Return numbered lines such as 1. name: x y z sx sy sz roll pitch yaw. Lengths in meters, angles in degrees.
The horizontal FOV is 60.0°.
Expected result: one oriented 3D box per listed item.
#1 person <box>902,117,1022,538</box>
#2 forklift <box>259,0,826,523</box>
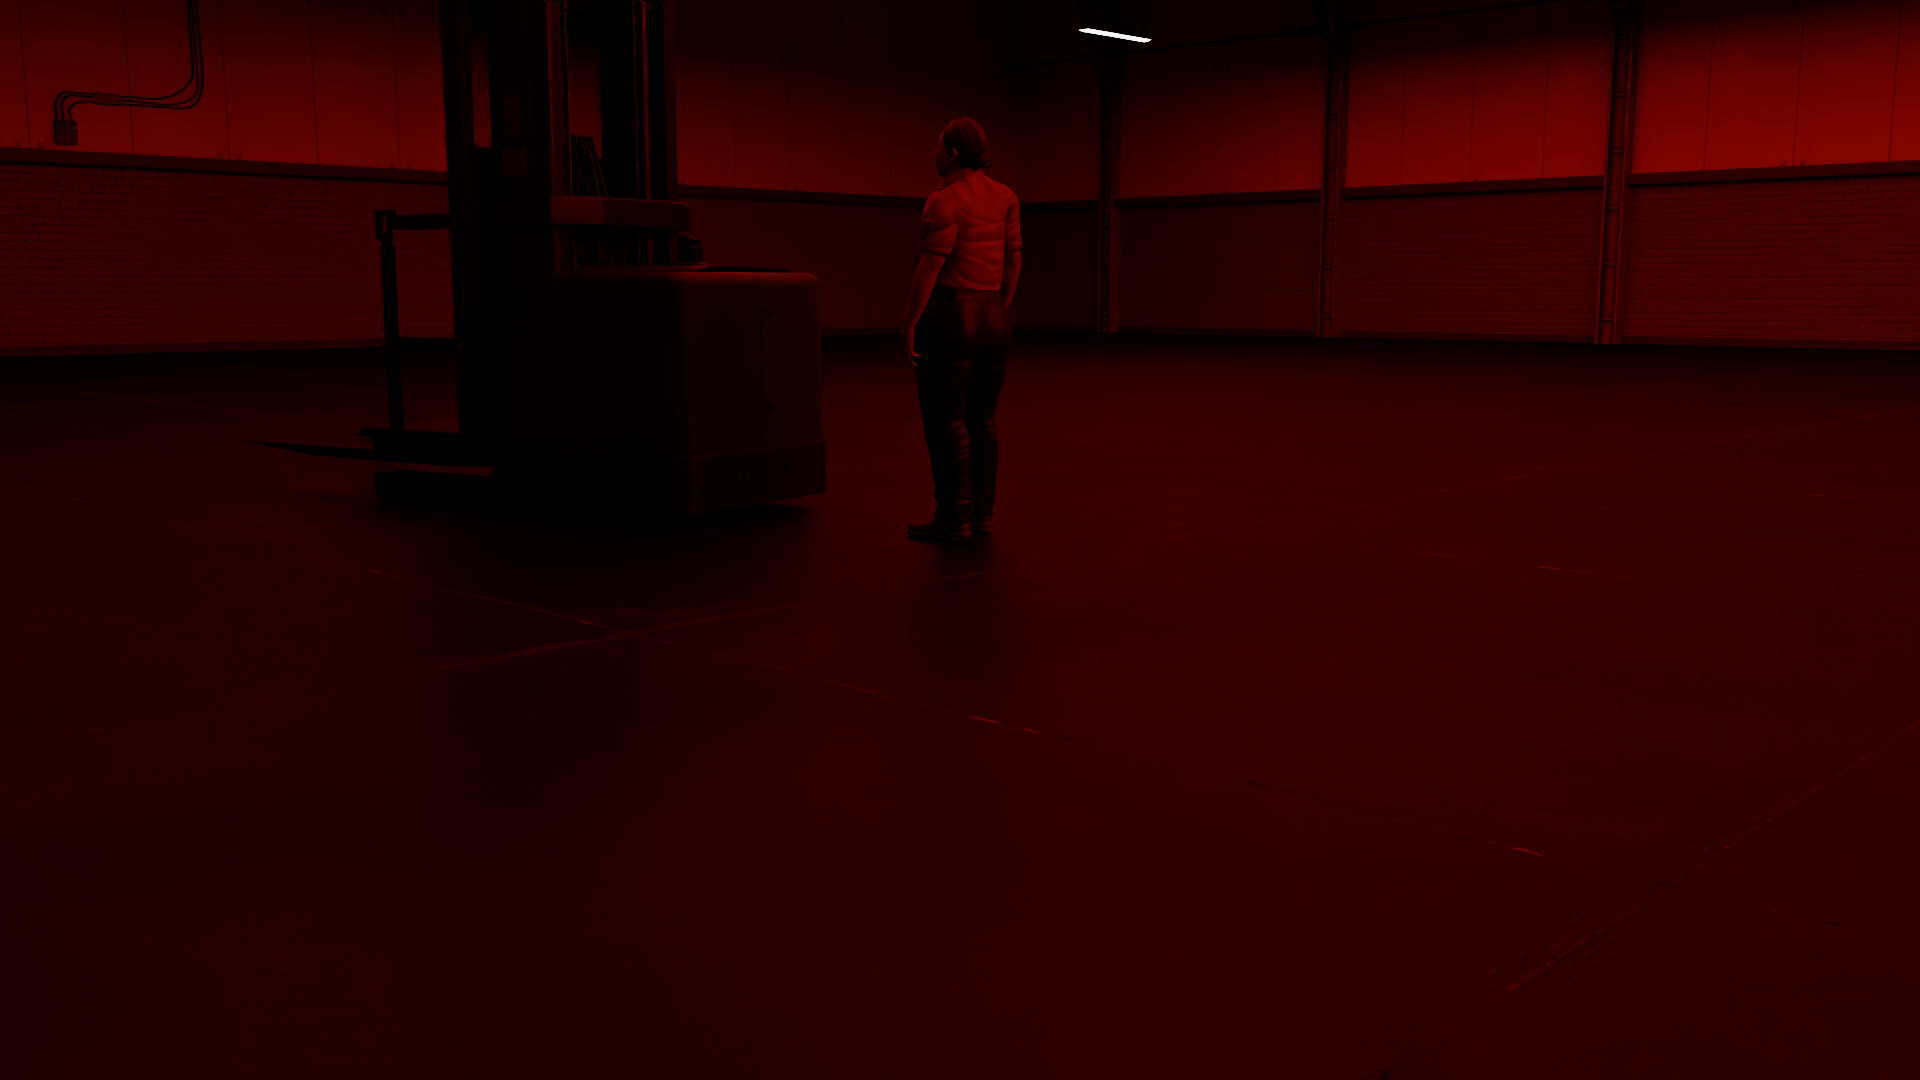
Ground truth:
1. person: -0.049 -0.829 6.671 0.503 1.640 0.599 8 12 43
2. forklift: -2.147 -1.658 7.883 3.031 2.935 1.130 5 10 31
